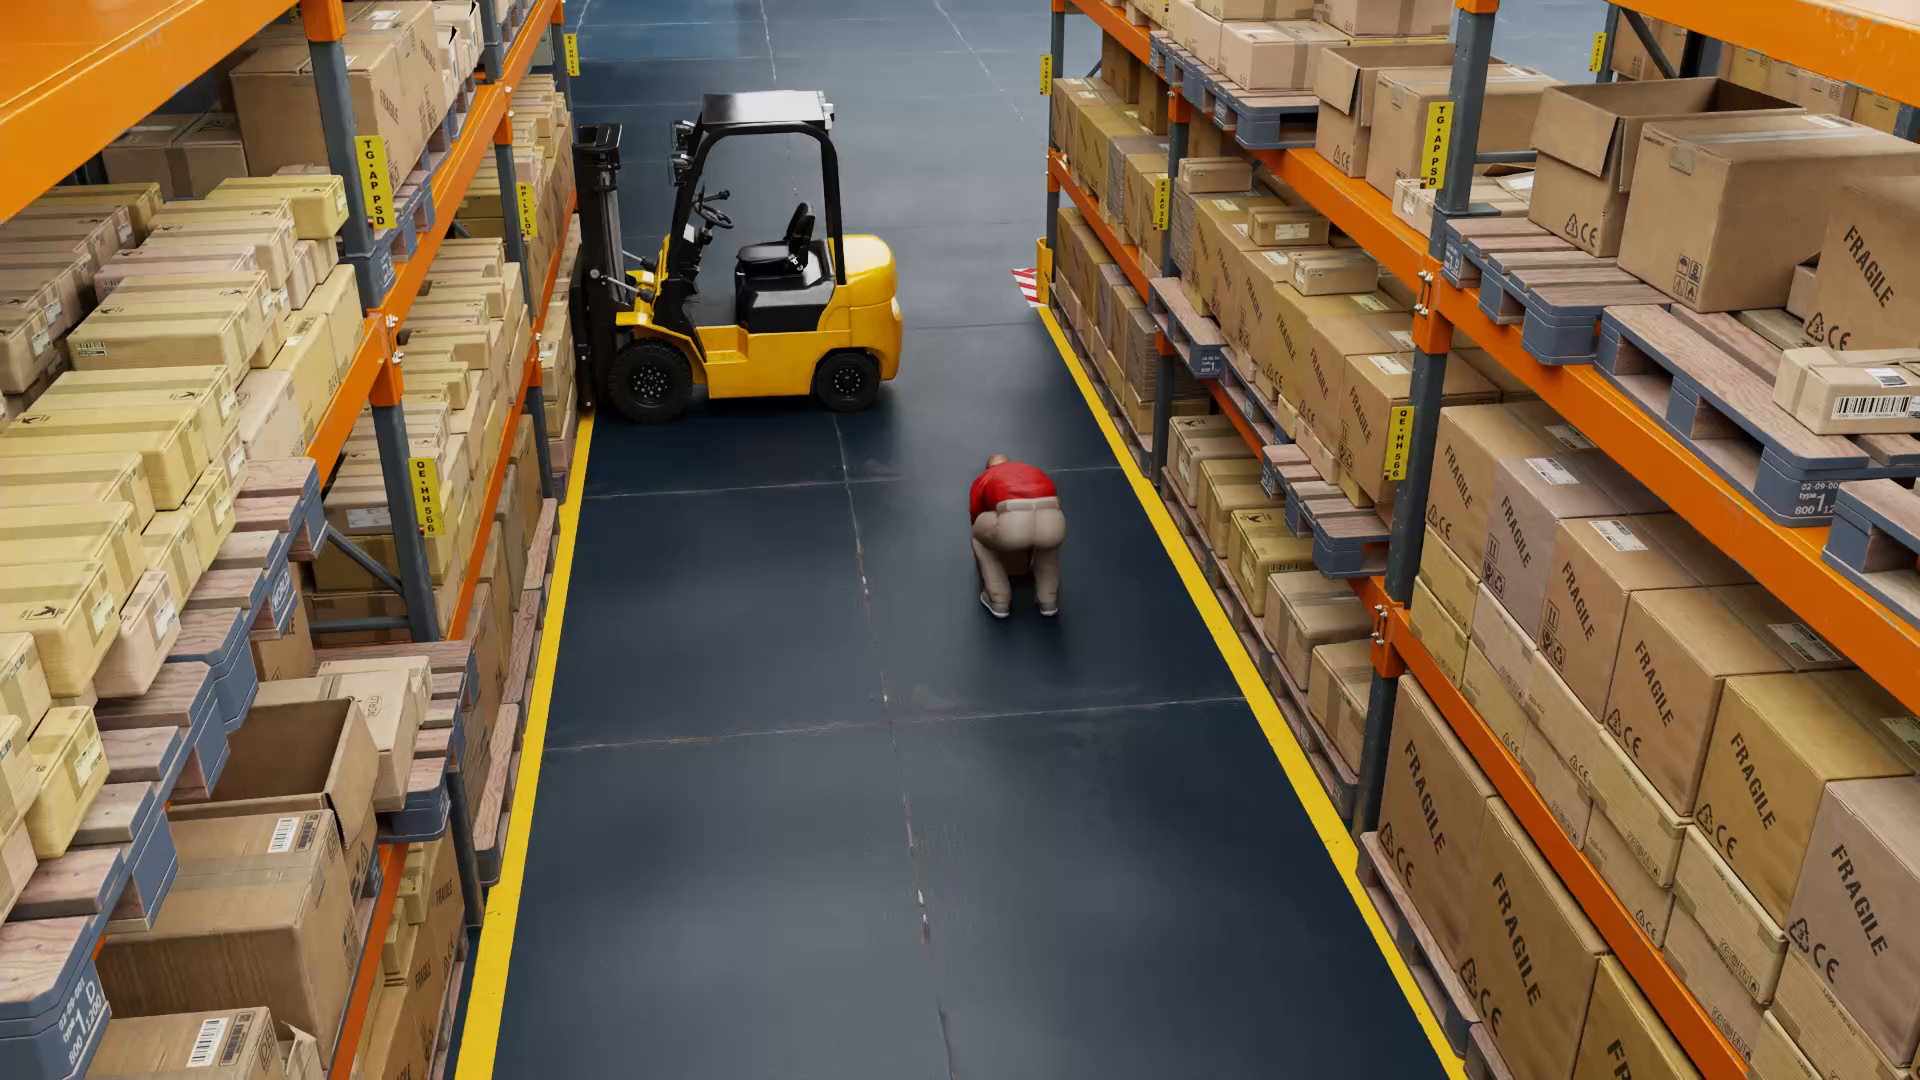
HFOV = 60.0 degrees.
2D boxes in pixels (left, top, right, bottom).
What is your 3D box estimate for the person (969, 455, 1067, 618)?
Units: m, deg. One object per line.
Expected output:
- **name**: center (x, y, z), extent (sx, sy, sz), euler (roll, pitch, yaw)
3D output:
- **person**: center (0.326, -0.044, 9.735), extent (0.545, 0.845, 0.957), euler (-5, 27, -9)
